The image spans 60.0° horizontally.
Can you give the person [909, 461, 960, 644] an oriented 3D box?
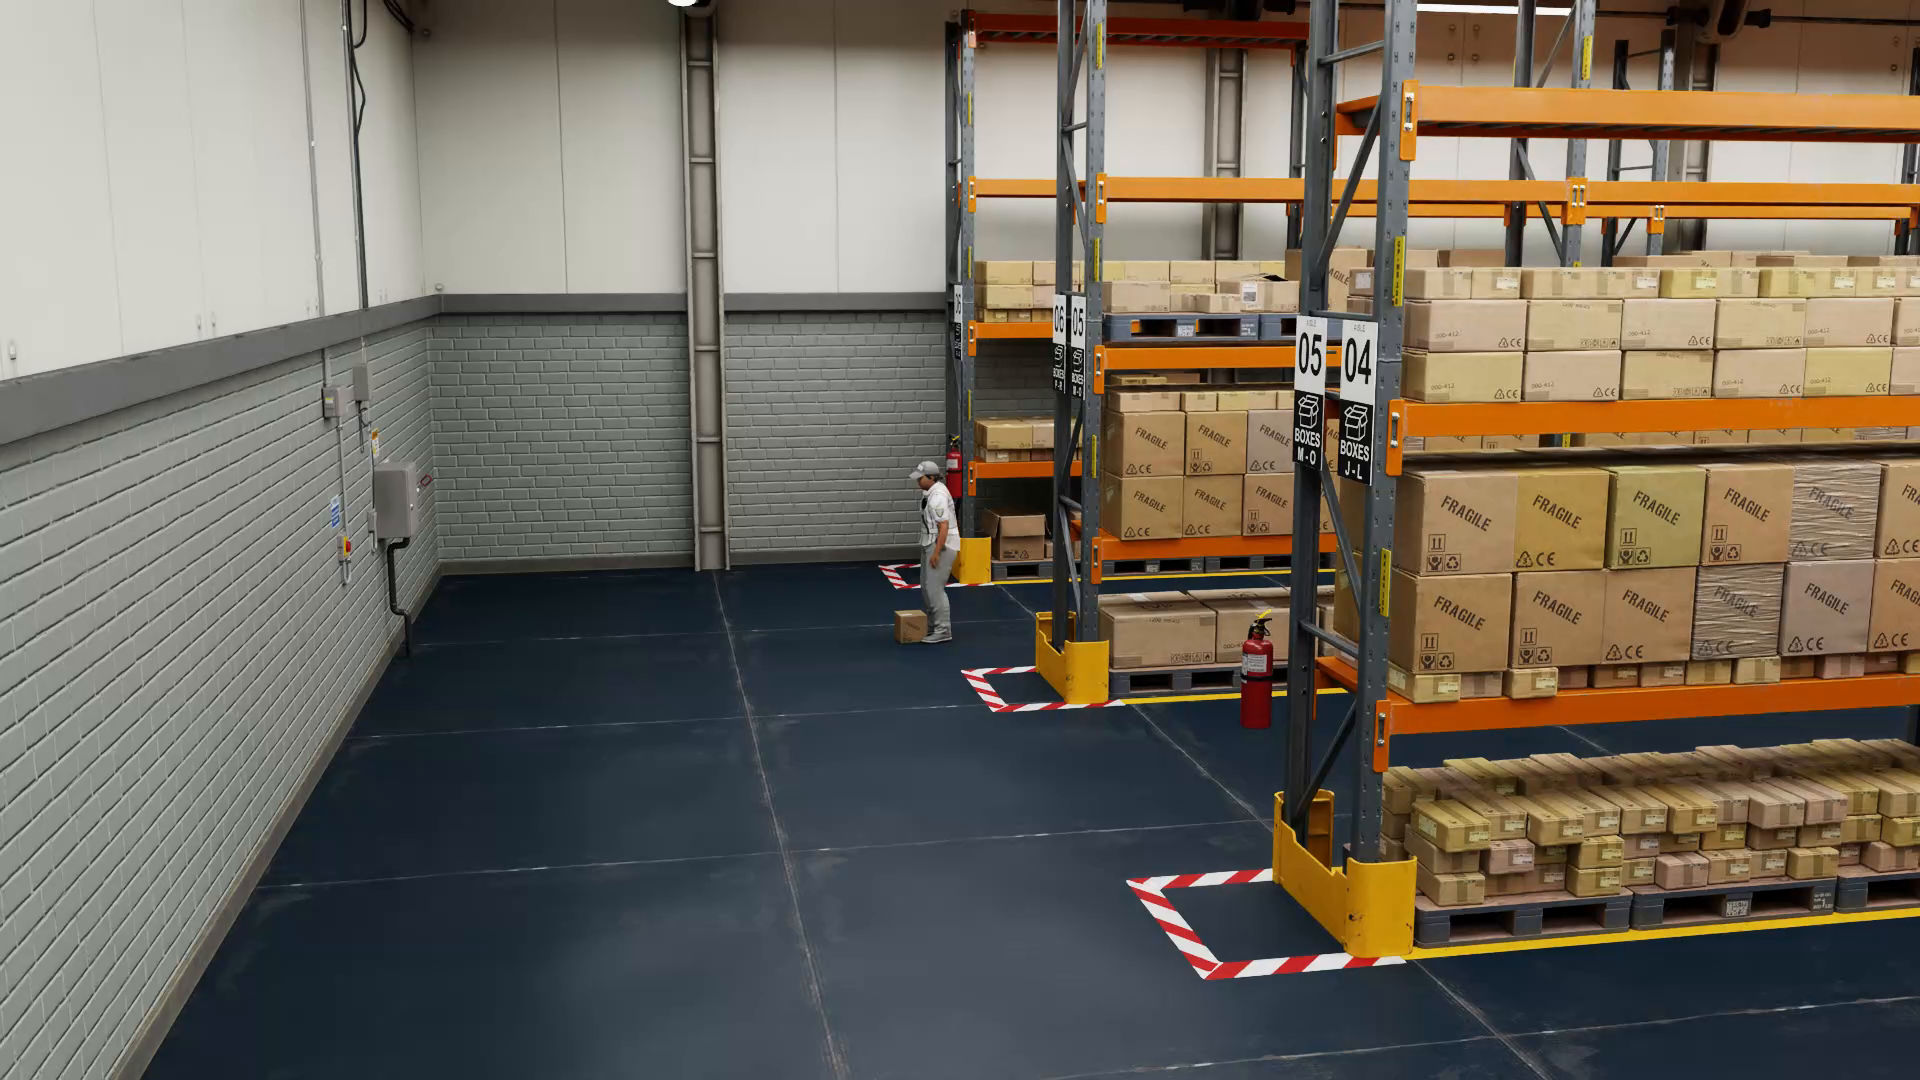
[{"bbox_3d":[-0.243,0.094,15.323,0.466,1.667,0.539,-2,10,-11],"label":"person"}]
